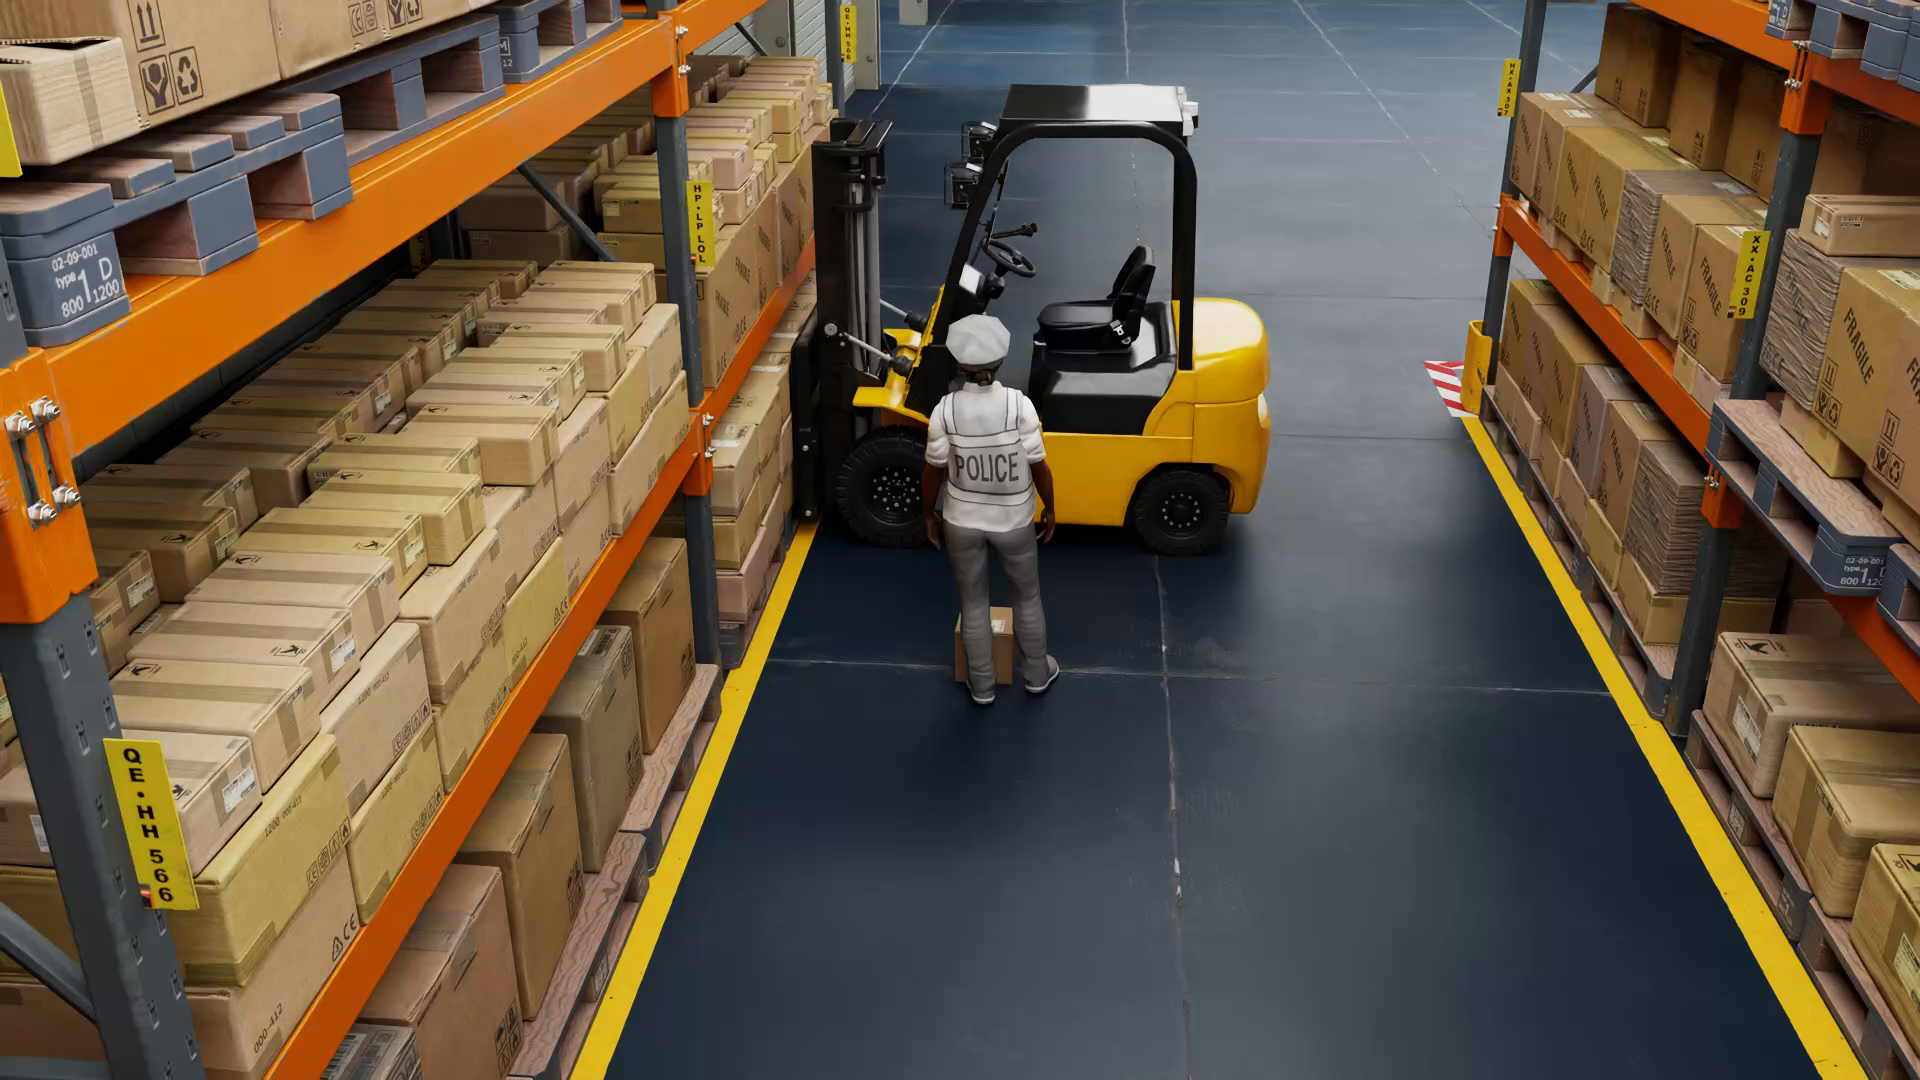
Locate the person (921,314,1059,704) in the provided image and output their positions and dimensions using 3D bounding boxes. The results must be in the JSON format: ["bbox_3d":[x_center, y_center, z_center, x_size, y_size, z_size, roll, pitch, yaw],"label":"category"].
[{"bbox_3d":[0.136,-0.117,6.802,0.569,1.692,0.530,2,25,4],"label":"person"}]
